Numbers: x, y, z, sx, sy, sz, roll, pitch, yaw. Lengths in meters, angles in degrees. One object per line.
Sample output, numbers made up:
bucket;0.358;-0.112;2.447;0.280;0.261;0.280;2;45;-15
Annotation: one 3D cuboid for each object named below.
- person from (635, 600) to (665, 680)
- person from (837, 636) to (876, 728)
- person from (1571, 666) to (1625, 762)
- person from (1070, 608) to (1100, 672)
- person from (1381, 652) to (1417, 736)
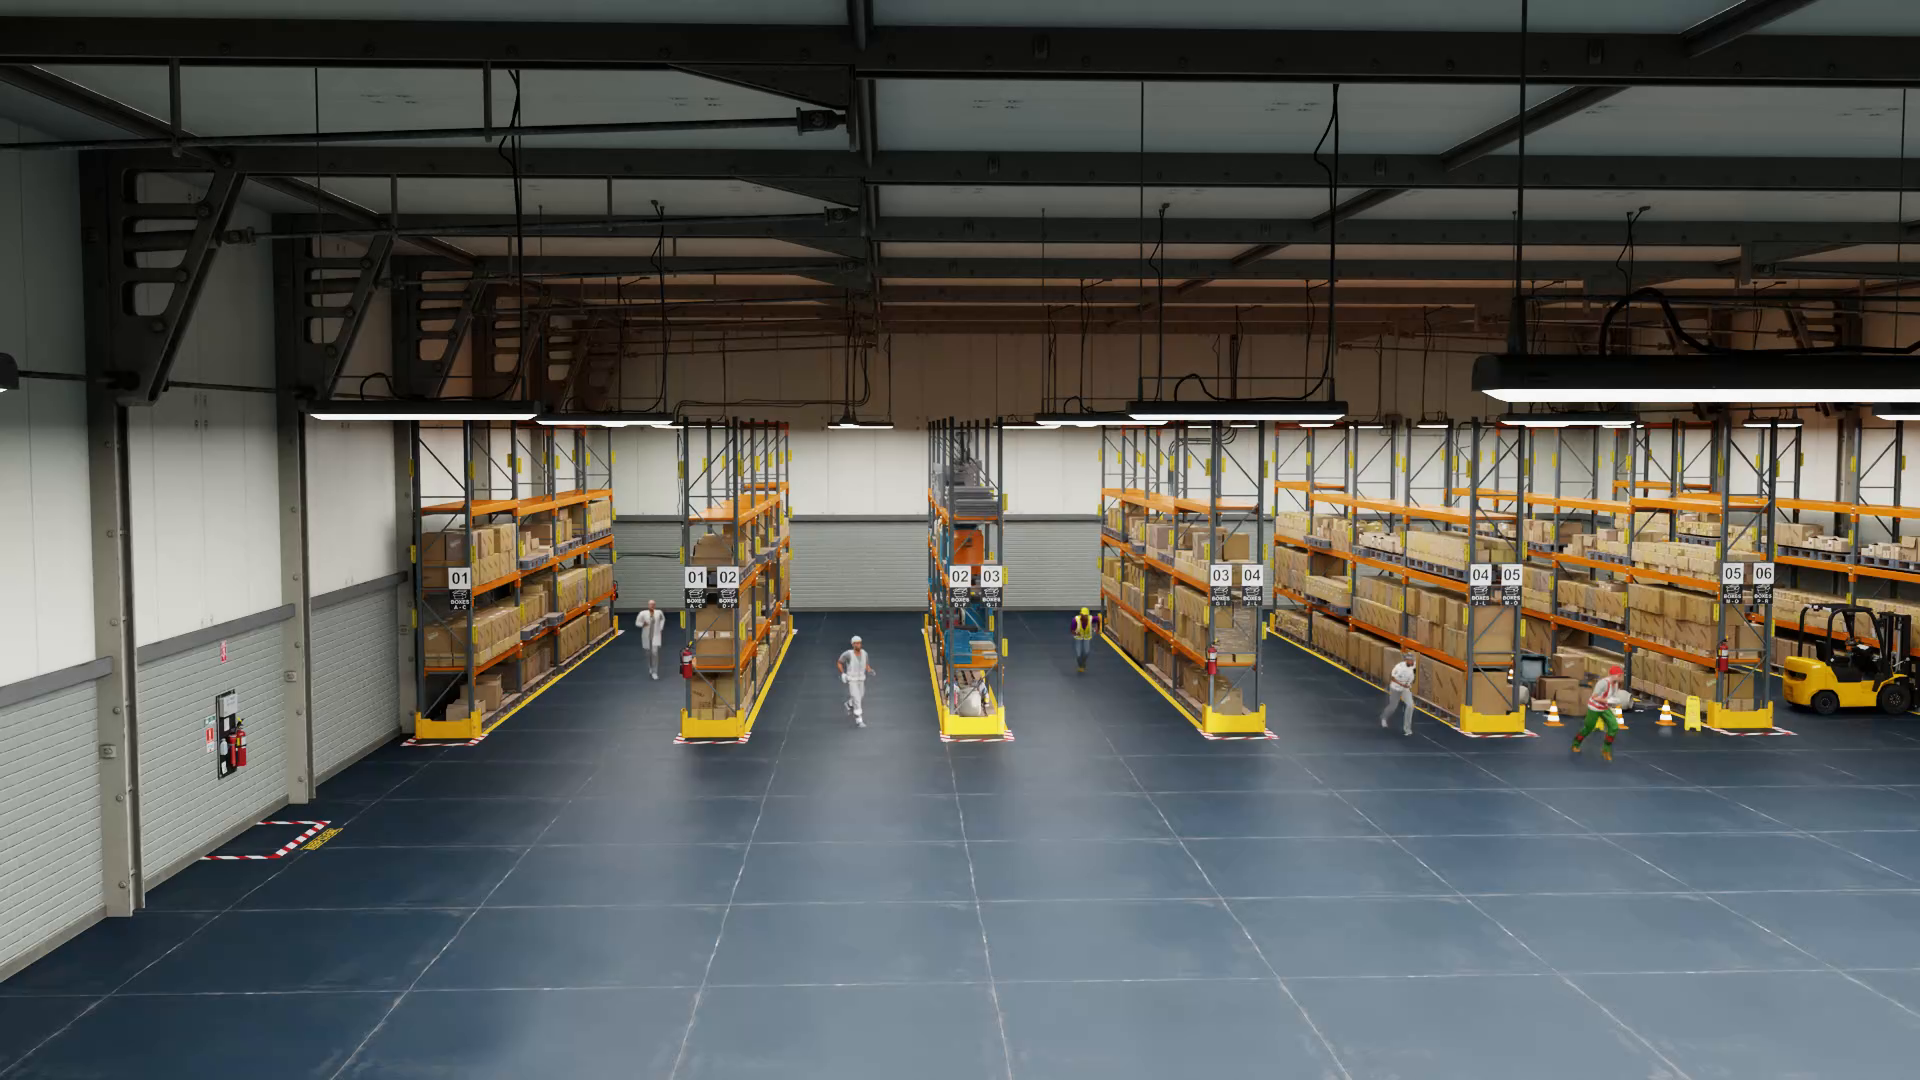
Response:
person;-7.221;2.312;38.762;0.672;1.842;0.903;-1;4;-10
person;-2.080;2.734;32.372;0.636;1.766;0.908;-3;5;-35
person;11.158;3.015;29.063;0.707;1.716;1.018;-2;4;-33
person;2.962;2.362;39.296;0.735;1.587;0.862;0;4;-2
person;8.350;2.895;31.645;0.617;1.625;0.986;-2;4;-23
